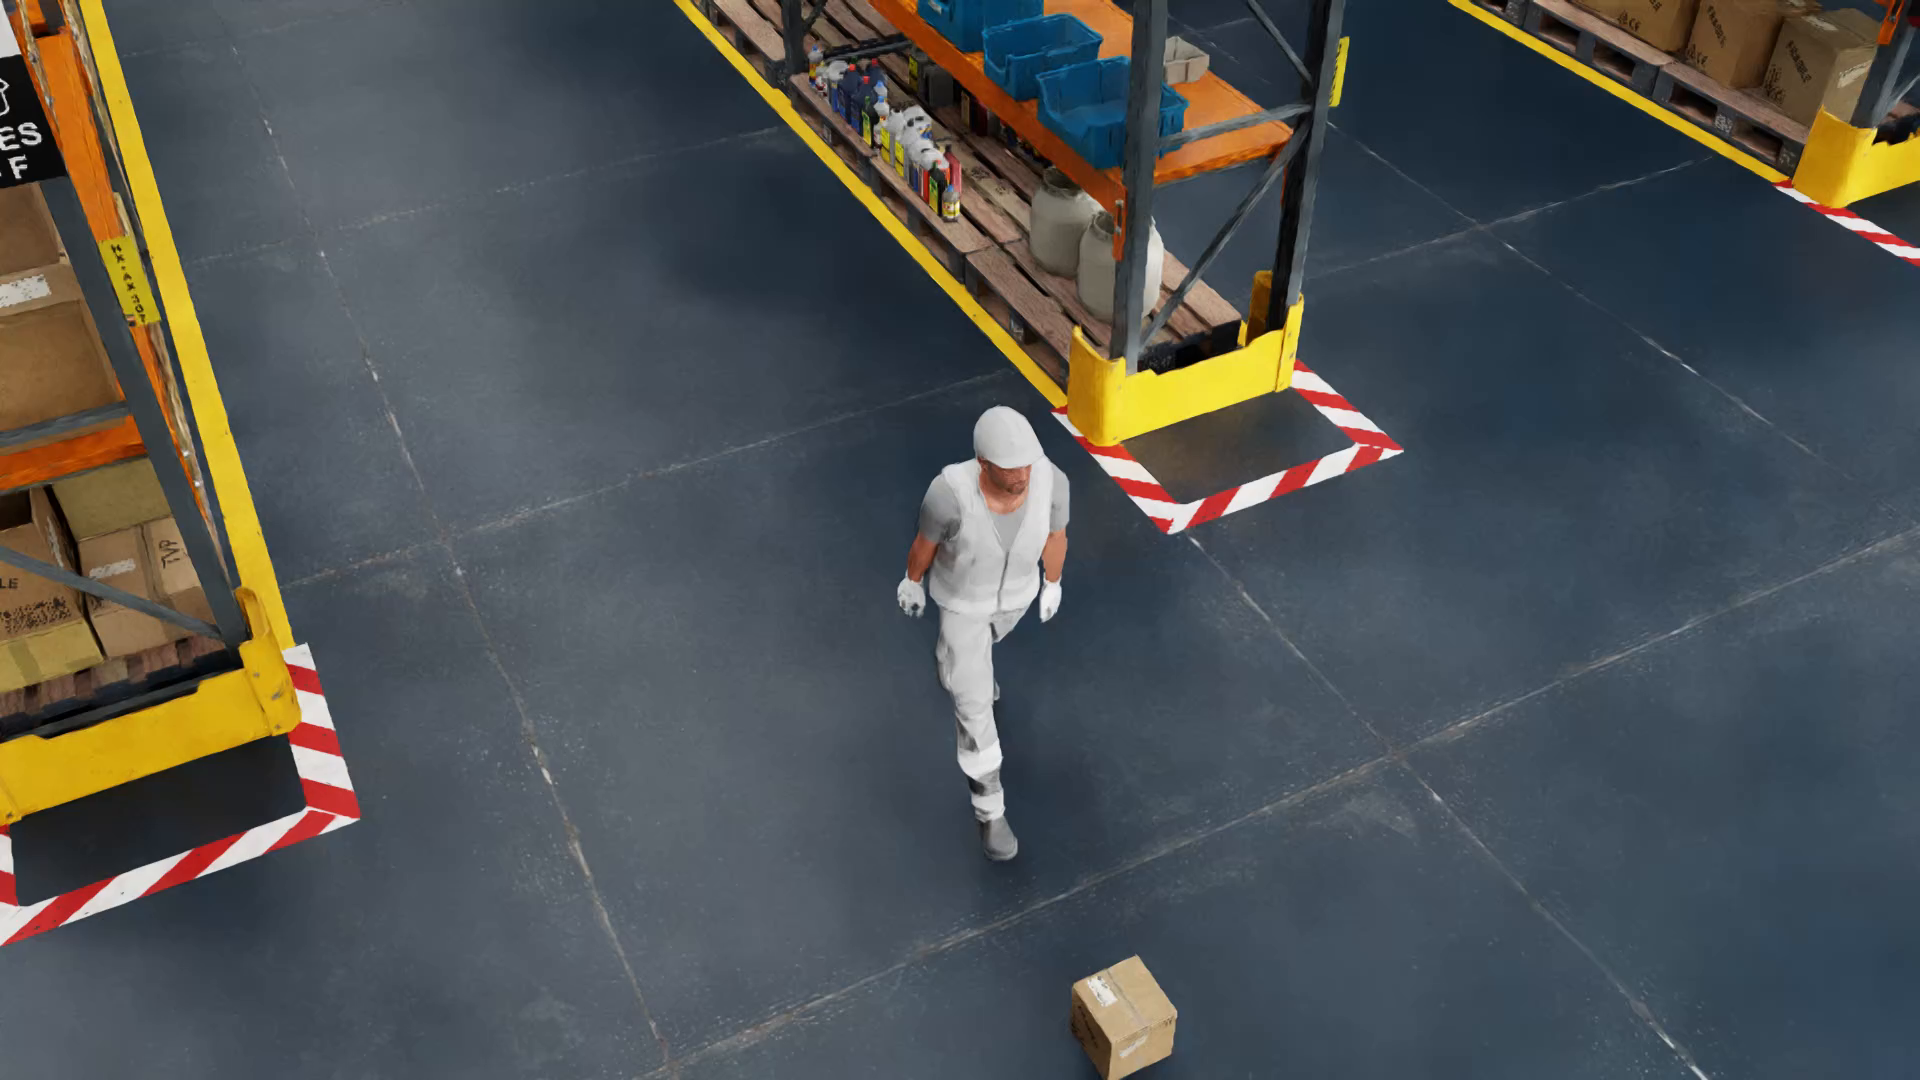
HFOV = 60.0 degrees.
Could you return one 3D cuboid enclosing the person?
[{"bbox_3d":[0.125,0.215,5.919,0.581,1.708,1.102,-15,43,-16],"label":"person"}]
